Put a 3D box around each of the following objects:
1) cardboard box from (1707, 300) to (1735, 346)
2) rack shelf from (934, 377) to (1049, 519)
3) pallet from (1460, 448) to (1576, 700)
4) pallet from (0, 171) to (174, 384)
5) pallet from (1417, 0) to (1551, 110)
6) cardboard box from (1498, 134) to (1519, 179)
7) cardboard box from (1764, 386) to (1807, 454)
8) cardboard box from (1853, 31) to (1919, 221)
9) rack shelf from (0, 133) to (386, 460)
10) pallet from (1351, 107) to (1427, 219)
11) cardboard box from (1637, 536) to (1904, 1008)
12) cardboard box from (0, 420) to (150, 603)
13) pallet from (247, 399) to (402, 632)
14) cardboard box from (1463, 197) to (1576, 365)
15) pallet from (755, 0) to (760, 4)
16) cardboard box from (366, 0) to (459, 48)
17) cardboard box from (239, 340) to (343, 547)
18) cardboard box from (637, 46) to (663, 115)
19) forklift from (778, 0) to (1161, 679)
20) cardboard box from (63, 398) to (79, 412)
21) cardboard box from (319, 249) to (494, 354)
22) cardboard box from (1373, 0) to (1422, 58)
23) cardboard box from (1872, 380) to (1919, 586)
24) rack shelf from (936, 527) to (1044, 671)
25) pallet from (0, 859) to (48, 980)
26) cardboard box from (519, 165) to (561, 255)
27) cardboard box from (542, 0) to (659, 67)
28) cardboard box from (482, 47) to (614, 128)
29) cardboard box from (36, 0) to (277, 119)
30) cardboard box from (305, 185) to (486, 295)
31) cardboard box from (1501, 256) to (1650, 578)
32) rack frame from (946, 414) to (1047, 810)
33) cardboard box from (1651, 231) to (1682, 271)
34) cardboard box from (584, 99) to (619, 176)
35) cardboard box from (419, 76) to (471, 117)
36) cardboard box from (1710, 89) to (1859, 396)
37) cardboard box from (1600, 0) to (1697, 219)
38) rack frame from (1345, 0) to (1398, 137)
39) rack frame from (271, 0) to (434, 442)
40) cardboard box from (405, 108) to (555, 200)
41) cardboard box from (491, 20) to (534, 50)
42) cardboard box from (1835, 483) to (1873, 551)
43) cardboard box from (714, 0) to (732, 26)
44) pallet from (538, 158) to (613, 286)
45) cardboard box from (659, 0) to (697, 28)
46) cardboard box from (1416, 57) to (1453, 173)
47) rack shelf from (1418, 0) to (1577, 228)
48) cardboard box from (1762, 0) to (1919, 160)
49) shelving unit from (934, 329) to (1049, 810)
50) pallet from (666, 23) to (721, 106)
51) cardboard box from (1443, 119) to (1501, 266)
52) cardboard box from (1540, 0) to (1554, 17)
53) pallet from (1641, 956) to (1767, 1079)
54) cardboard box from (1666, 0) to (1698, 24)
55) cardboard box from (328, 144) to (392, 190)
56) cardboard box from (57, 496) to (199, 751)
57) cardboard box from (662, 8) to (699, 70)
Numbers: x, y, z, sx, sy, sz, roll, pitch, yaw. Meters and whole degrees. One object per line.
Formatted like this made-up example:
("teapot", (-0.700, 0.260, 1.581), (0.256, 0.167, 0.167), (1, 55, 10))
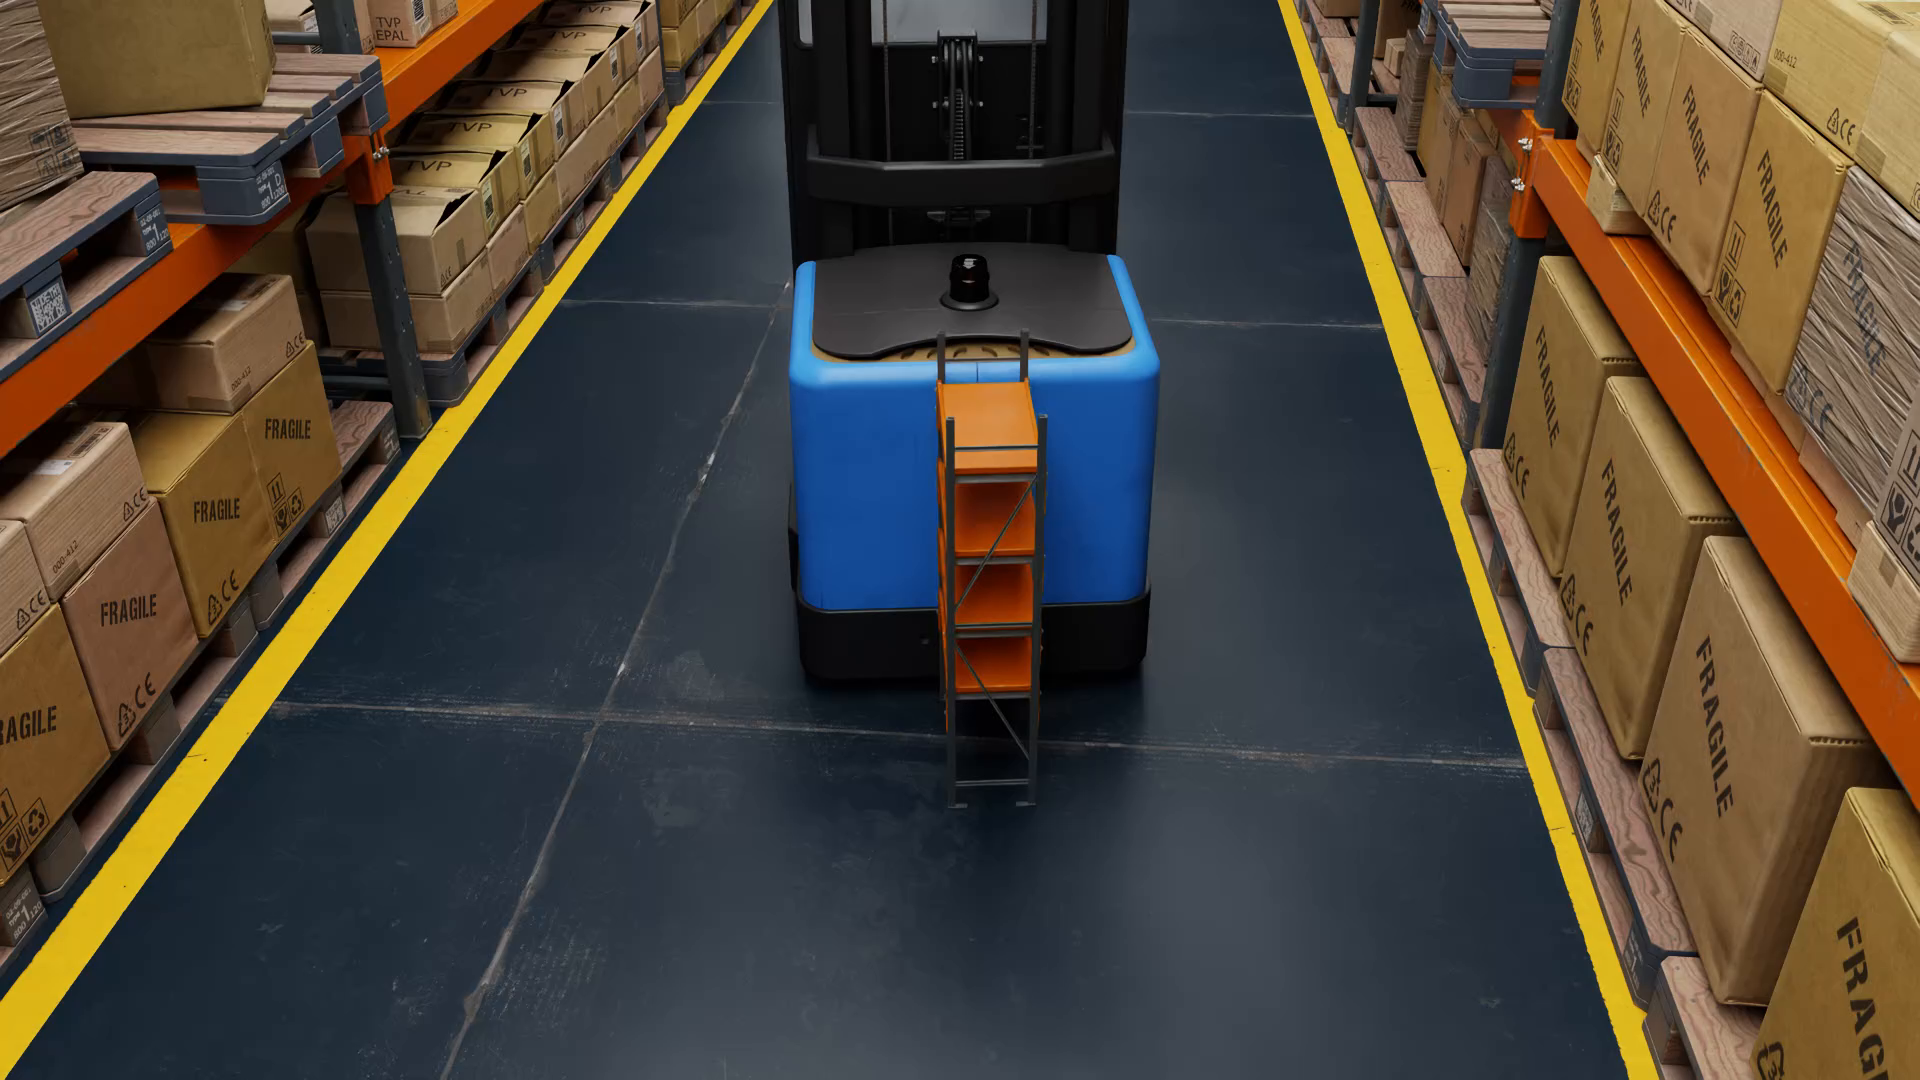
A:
("cardboard box", (2.053, -0.562, 4.024), (0.380, 0.149, 0.250), (3, 32, 5))
("rack shelf", (0.073, -0.242, 4.251), (0.258, 0.148, 0.480), (-2, 32, -3))
("pallet", (2.248, 0.099, 5.388), (1.003, 0.211, 1.213), (2, 32, 4))
("pallet", (-2.704, -0.608, 4.060), (1.003, 0.211, 1.213), (2, 32, 4))
("pallet", (2.339, -1.793, 5.982), (1.213, 0.211, 1.003), (2, 32, 4))
("cardboard box", (2.503, -1.614, 6.758), (0.500, 0.250, 0.500), (3, 32, 5))
("cardboard box", (1.987, -0.297, 3.593), (0.380, 0.149, 0.250), (3, 32, 6))
("cardboard box", (1.938, -0.691, 2.900), (0.500, 0.250, 0.500), (3, 32, 5))
("rack shelf", (-2.713, -0.355, 4.152), (1.077, 0.370, 4.000), (2, 32, 4))
("pallet", (2.651, -1.994, 8.785), (1.003, 0.211, 1.213), (2, 32, 4))
("cardboard box", (2.054, 0.521, 3.695), (0.750, 0.750, 0.750), (3, 32, 5))
("cardboard box", (-2.472, -0.085, 4.278), (0.500, 0.250, 0.500), (2, 32, 3))
("pallet", (-2.649, -0.131, 5.761), (1.003, 0.211, 1.213), (2, 32, 4))
("cardboard box", (2.394, -0.999, 6.475), (0.700, 0.500, 0.500), (3, 32, 5))
("pallet", (-1.919, -4.301, 12.528), (1.003, 0.211, 1.213), (2, 32, 4))
("cardboard box", (-2.284, -2.128, 6.429), (0.500, 0.311, 0.500), (2, 32, 3))
("cardboard box", (-2.392, -0.331, 5.391), (0.500, 0.500, 0.500), (4, 32, 6))
("cardboard box", (-1.969, -2.577, 9.294), (0.500, 0.250, 0.500), (2, 32, 4))
("forklift", (-0.034, -1.577, 5.516), (1.130, 2.935, 3.031), (-2, 32, -3))
("cardboard box", (-2.909, -0.330, 5.390), (0.500, 0.500, 0.500), (1, 32, 2))
("cardboard box", (-2.215, -0.976, 6.696), (0.500, 0.250, 0.500), (2, 32, 4))
("cardboard box", (2.758, -3.256, 10.138), (0.500, 0.500, 0.500), (0, 32, 0))
("cardboard box", (1.880, -0.102, 2.659), (0.500, 0.500, 0.500), (3, 32, 4))
("rack shelf", (0.073, 0.149, 4.492), (0.258, 0.148, 0.480), (-2, 32, -3))
("pallet", (-2.847, 1.145, 3.691), (1.003, 0.211, 1.213), (2, 32, 4))
("cardboard box", (-2.138, -1.511, 7.564), (0.500, 0.250, 0.500), (2, 32, 3))
("cardboard box", (-1.972, -2.821, 9.155), (0.500, 0.311, 0.500), (2, 32, 4))
("cardboard box", (-2.051, -2.288, 8.290), (0.500, 0.311, 0.500), (2, 32, 4))
("cardboard box", (-2.489, -1.594, 4.982), (0.700, 0.500, 0.500), (-8, 33, -13))
("cardboard box", (-2.215, -1.215, 6.548), (0.500, 0.311, 0.500), (3, 32, 6))
("cardboard box", (2.197, -0.382, 5.159), (0.750, 0.750, 0.750), (2, 32, 3))
("rack frame", (0.087, 0.220, 4.249), (0.240, 1.200, 0.015), (-2, 32, -3))
("cardboard box", (2.097, -0.833, 4.463), (0.380, 0.149, 0.250), (2, 32, 3))
("cardboard box", (-2.054, -2.045, 8.430), (0.500, 0.250, 0.500), (3, 32, 5))
("cardboard box", (-2.630, -2.036, 7.880), (0.500, 0.311, 0.500), (3, 32, 5))
("cardboard box", (1.965, -0.626, 3.509), (0.500, 0.500, 0.500), (3, 32, 5))
("cardboard box", (2.041, -1.158, 4.372), (0.500, 0.500, 0.500), (3, 32, 6))
("rack frame", (2.713, -3.589, 8.714), (1.000, 3.000, 0.127), (2, 32, 4))
("rack frame", (-2.550, -1.707, 5.660), (1.000, 3.000, 0.127), (2, 32, 4))
("cardboard box", (-2.137, -1.757, 7.427), (0.500, 0.311, 0.500), (2, 32, 3))
("cardboard box", (-2.552, -2.578, 8.761), (0.500, 0.311, 0.500), (2, 32, 3))
("cardboard box", (1.919, -0.028, 3.157), (0.380, 0.149, 0.250), (2, 32, 4))
("cardboard box", (-1.793, -3.558, 10.886), (0.500, 0.250, 0.500), (2, 32, 4))
("pallet", (-2.342, -1.585, 8.120), (1.003, 0.211, 1.213), (2, 32, 4))
("cardboard box", (-1.875, -3.355, 9.841), (0.500, 0.500, 0.500), (2, 32, 4))
("cardboard box", (2.678, -2.054, 8.187), (0.700, 0.500, 0.500), (2, 32, 3))
("rack shelf", (2.550, -2.237, 7.206), (1.077, 0.370, 4.000), (2, 32, 4))
("cardboard box", (1.978, -0.958, 3.332), (0.500, 0.250, 0.500), (2, 32, 3))
("shelving unit", (0.073, 0.092, 4.457), (0.258, 1.200, 0.503), (-2, 32, -3))
("pallet", (-2.118, -3.025, 10.458), (1.003, 0.211, 1.213), (2, 32, 4))
("cardboard box", (2.564, -1.524, 7.328), (0.700, 0.500, 0.500), (2, 32, 4))
("cardboard box", (2.416, -1.973, 5.578), (0.700, 0.500, 0.500), (-1, 32, -2))
("pallet", (2.049, 1.375, 3.318), (1.003, 0.211, 1.213), (2, 32, 4))
("cardboard box", (2.050, -1.487, 4.190), (0.500, 0.250, 0.500), (2, 32, 3))
("cardboard box", (-2.717, -1.510, 7.027), (0.500, 0.311, 0.500), (2, 32, 3))
("cardboard box", (-2.471, 0.215, 4.506), (0.500, 0.500, 0.500), (1, 32, 2))
("cardboard box", (-1.885, -3.036, 10.038), (0.500, 0.250, 0.500), (2, 32, 4))
